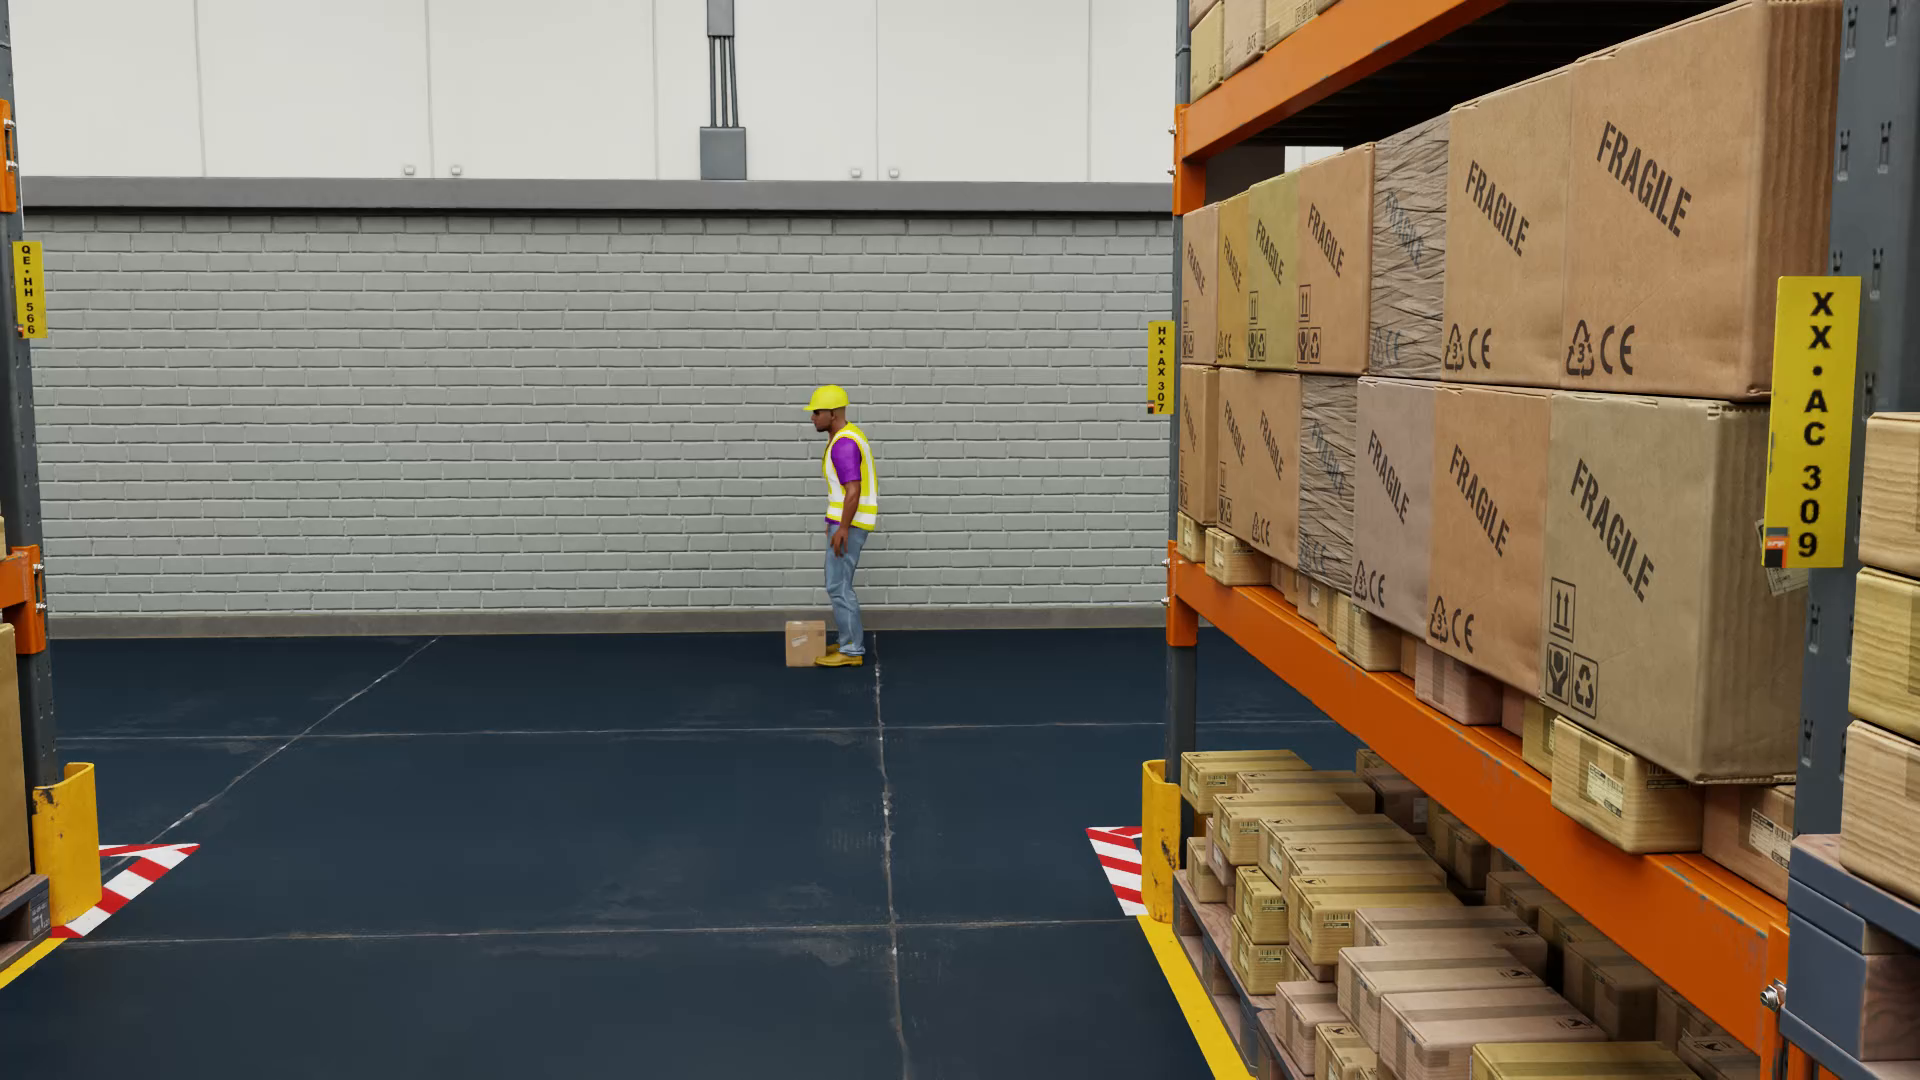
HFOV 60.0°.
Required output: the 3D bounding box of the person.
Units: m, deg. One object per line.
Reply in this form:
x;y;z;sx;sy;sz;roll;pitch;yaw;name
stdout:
-0.750;-0.095;10.466;0.461;1.759;0.621;-1;7;-6;person
